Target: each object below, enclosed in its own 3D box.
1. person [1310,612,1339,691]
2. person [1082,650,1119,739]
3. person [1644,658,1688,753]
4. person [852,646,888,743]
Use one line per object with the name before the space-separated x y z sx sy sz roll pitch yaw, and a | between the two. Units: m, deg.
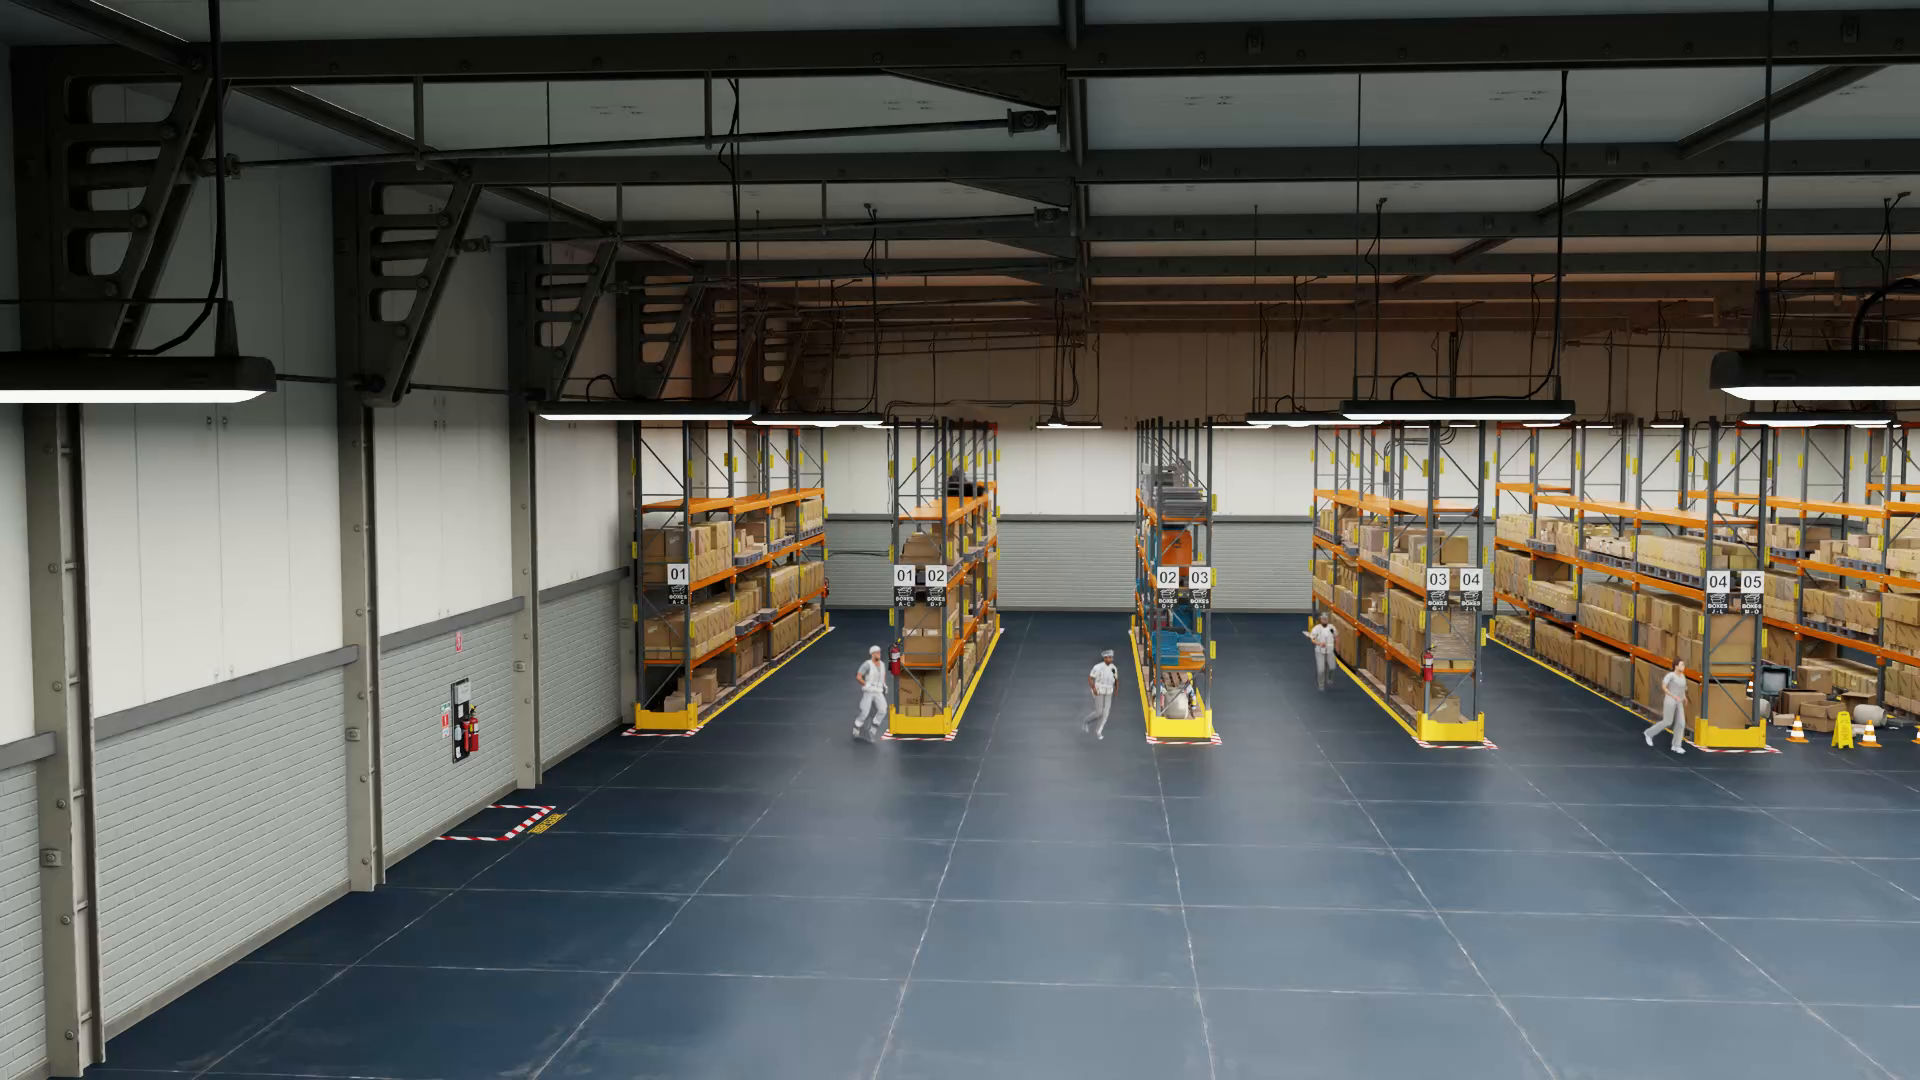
person | 8.089 2.465 36.733 0.674 1.751 0.587 0 4 1
person | 2.679 2.868 31.214 0.658 1.641 0.567 -2 4 -24
person | 12.839 2.943 29.911 0.635 1.651 0.829 -2 4 -27
person | -1.595 2.848 30.742 0.719 1.793 0.662 -3 5 -35
